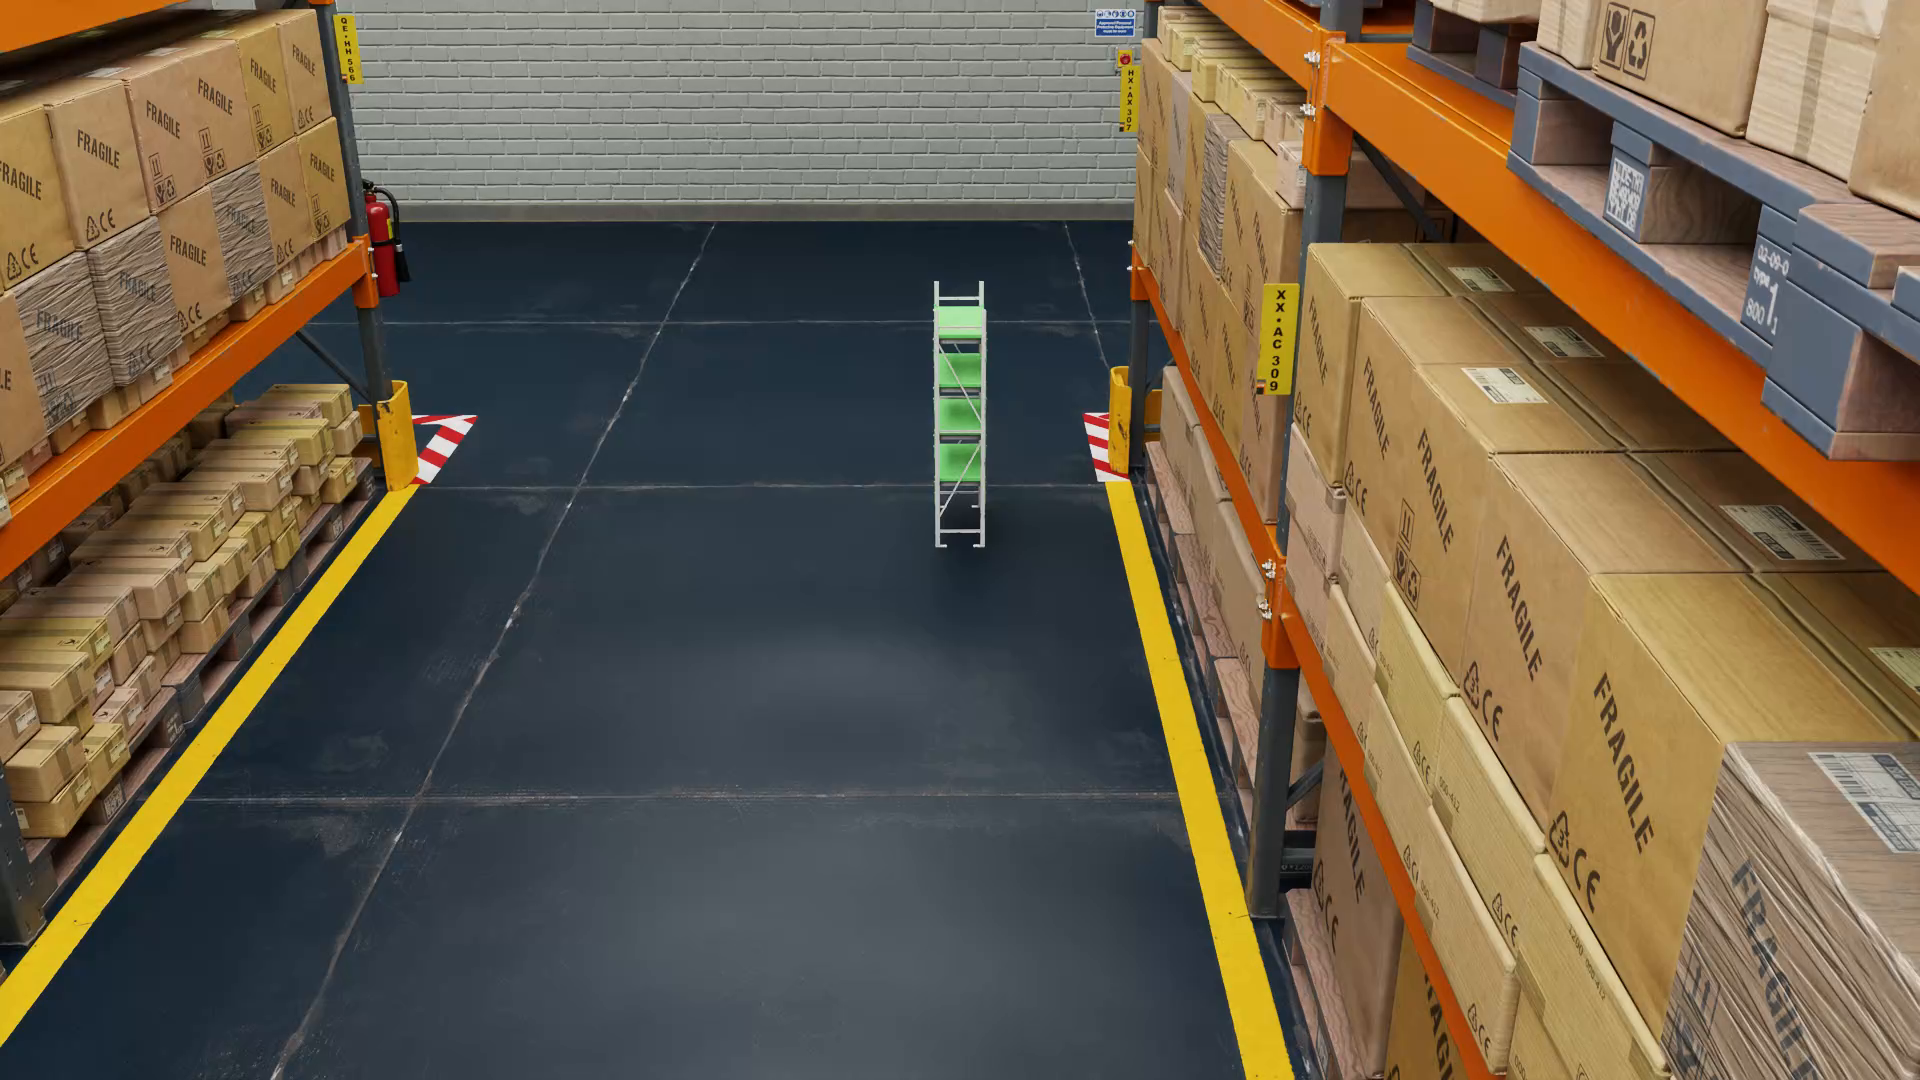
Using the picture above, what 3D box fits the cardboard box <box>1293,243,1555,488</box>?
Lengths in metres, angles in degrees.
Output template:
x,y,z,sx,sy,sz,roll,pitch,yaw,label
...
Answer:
x,y,z,sx,sy,sz,roll,pitch,yaw,label
1.173,-0.459,4.290,0.500,0.500,0.500,0,24,0,cardboard box

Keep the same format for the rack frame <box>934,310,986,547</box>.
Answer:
x,y,z,sx,sy,sz,roll,pitch,yaw,label
0.001,-0.514,7.931,0.240,1.200,0.015,0,24,-1,rack frame

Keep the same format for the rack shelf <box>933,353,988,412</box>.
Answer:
x,y,z,sx,sy,sz,roll,pitch,yaw,label
-0.002,-0.775,8.081,0.258,0.148,0.480,0,24,-1,rack shelf

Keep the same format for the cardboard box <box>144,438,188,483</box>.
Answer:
x,y,z,sx,sy,sz,roll,pitch,yaw,label
-3.787,-0.351,7.615,0.380,0.149,0.250,-1,24,-3,cardboard box

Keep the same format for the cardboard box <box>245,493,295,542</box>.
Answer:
x,y,z,sx,sy,sz,roll,pitch,yaw,label
-3.219,-0.109,7.440,0.380,0.149,0.250,0,24,0,cardboard box

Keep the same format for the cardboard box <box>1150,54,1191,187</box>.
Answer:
x,y,z,sx,sy,sz,roll,pitch,yaw,label
1.145,-1.878,7.427,0.500,0.500,0.500,-1,24,-2,cardboard box

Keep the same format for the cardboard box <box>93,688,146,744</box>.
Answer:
x,y,z,sx,sy,sz,roll,pitch,yaw,label
-3.233,0.668,6.083,0.380,0.149,0.250,0,24,-1,cardboard box

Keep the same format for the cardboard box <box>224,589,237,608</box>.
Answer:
x,y,z,sx,sy,sz,roll,pitch,yaw,label
-3.310,0.237,7.035,0.380,0.149,0.250,0,24,1,cardboard box

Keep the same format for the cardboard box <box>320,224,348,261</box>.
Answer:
x,y,z,sx,sy,sz,roll,pitch,yaw,label
-3.250,-1.477,8.181,0.380,0.149,0.250,0,24,0,cardboard box

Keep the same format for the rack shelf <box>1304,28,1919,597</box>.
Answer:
x,y,z,sx,sy,sz,roll,pitch,yaw,label
1.478,-0.355,2.628,1.077,0.370,4.000,0,24,-1,rack shelf

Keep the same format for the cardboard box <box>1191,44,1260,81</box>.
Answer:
x,y,z,sx,sy,sz,roll,pitch,yaw,label
1.139,-1.903,6.696,0.380,0.149,0.250,0,24,0,cardboard box

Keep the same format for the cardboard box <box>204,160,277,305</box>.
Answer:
x,y,z,sx,sy,sz,roll,pitch,yaw,label
-3.259,-1.301,7.003,0.500,0.500,0.500,0,24,0,cardboard box

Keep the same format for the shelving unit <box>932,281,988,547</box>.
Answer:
x,y,z,sx,sy,sz,roll,pitch,yaw,label
-0.002,-0.615,8.154,0.258,1.200,0.503,0,24,-1,shelving unit

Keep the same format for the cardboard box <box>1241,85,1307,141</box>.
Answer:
x,y,z,sx,sy,sz,roll,pitch,yaw,label
1.187,-1.482,5.764,0.380,0.149,0.250,0,24,-1,cardboard box

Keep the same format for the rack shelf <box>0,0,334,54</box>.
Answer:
x,y,z,sx,sy,sz,roll,pitch,yaw,label
-3.515,-1.939,6.131,1.077,0.370,4.000,0,24,-1,rack shelf

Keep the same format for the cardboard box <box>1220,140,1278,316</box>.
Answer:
x,y,z,sx,sy,sz,roll,pitch,yaw,label
1.177,-1.044,5.583,0.500,0.500,0.500,-1,24,-1,cardboard box

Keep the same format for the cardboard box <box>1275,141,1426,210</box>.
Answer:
x,y,z,sx,sy,sz,roll,pitch,yaw,label
1.134,-1.062,4.837,0.380,0.149,0.250,-1,24,-2,cardboard box

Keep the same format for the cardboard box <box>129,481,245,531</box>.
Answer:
x,y,z,sx,sy,sz,roll,pitch,yaw,label
-3.312,-0.135,7.136,0.380,0.149,0.250,-1,24,-2,cardboard box

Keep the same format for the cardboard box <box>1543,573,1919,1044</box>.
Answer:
x,y,z,sx,sy,sz,roll,pitch,yaw,label
1.220,0.379,2.437,0.500,0.500,0.500,0,24,-1,cardboard box

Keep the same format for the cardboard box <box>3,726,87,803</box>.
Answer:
x,y,z,sx,sy,sz,roll,pitch,yaw,label
-3.177,0.745,5.552,0.380,0.149,0.250,1,24,2,cardboard box

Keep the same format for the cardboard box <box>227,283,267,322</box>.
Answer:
x,y,z,sx,sy,sz,roll,pitch,yaw,label
-3.268,-1.057,7.253,0.380,0.149,0.250,-1,24,-3,cardboard box

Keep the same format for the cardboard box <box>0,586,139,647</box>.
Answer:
x,y,z,sx,sy,sz,roll,pitch,yaw,label
-3.311,0.292,6.192,0.380,0.149,0.250,-1,24,-2,cardboard box

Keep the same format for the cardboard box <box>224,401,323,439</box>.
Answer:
x,y,z,sx,sy,sz,roll,pitch,yaw,label
-3.332,-0.567,8.092,0.380,0.149,0.250,0,24,0,cardboard box

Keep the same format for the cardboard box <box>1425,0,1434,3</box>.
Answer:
x,y,z,sx,sy,sz,roll,pitch,yaw,label
1.175,-1.379,3.389,0.500,0.500,0.500,-1,24,-2,cardboard box

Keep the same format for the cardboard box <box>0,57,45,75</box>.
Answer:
x,y,z,sx,sy,sz,roll,pitch,yaw,label
-3.793,-1.543,6.326,0.500,0.500,0.500,-1,24,-2,cardboard box

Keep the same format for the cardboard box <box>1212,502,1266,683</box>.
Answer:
x,y,z,sx,sy,sz,roll,pitch,yaw,label
1.546,0.208,6.750,0.875,0.438,0.875,-1,24,-2,cardboard box

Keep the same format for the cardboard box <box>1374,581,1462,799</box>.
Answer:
x,y,z,sx,sy,sz,roll,pitch,yaw,label
1.191,0.306,3.510,0.500,0.250,0.500,0,24,0,cardboard box

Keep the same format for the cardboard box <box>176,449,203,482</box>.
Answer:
x,y,z,sx,sy,sz,roll,pitch,yaw,label
-3.750,-0.322,7.911,0.380,0.149,0.250,0,24,0,cardboard box

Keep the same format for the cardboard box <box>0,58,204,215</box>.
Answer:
x,y,z,sx,sy,sz,roll,pitch,yaw,label
-3.254,-1.533,6.304,0.500,0.500,0.500,-1,24,-2,cardboard box

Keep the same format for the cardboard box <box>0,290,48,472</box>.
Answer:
x,y,z,sx,sy,sz,roll,pitch,yaw,label
-3.246,-0.463,5.151,0.500,0.500,0.500,-1,24,-2,cardboard box

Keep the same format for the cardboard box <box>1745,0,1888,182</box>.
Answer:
x,y,z,sx,sy,sz,roll,pitch,yaw,label
1.134,-0.555,1.850,0.396,0.266,0.258,-1,24,-2,cardboard box

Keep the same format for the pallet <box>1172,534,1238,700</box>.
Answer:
x,y,z,sx,sy,sz,roll,pitch,yaw,label
1.509,0.313,7.303,1.003,0.211,1.213,0,24,-1,pallet

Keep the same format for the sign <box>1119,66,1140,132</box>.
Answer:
x,y,z,sx,sy,sz,roll,pitch,yaw,label
0.857,-2.219,8.370,0.100,0.325,0.005,0,24,-1,sign

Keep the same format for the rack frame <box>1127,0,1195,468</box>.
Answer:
x,y,z,sx,sy,sz,roll,pitch,yaw,label
1.412,-1.789,8.564,1.000,3.000,0.127,0,24,-1,rack frame

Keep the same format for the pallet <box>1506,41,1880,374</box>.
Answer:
x,y,z,sx,sy,sz,roll,pitch,yaw,label
1.424,-0.499,2.301,1.003,0.211,1.213,1,24,2,pallet

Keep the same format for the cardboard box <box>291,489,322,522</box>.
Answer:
x,y,z,sx,sy,sz,roll,pitch,yaw,label
-3.301,-0.186,7.972,0.380,0.149,0.250,0,24,-1,cardboard box

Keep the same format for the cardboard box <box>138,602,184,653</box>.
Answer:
x,y,z,sx,sy,sz,roll,pitch,yaw,label
-3.288,0.316,6.500,0.380,0.149,0.250,1,24,2,cardboard box

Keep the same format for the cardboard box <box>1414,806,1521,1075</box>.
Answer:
x,y,z,sx,sy,sz,roll,pitch,yaw,label
1.190,0.741,3.153,0.500,0.250,0.500,-1,24,-1,cardboard box

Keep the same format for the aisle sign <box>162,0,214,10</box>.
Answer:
x,y,z,sx,sy,sz,roll,pitch,yaw,label
-3.837,-2.938,7.951,0.394,0.787,0.004,0,24,-1,aisle sign

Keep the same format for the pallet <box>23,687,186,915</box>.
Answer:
x,y,z,sx,sy,sz,roll,pitch,yaw,label
-3.536,0.918,5.965,1.003,0.211,1.213,0,24,-1,pallet

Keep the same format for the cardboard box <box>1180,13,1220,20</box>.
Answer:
x,y,z,sx,sy,sz,roll,pitch,yaw,label
1.213,-2.330,7.640,0.380,0.149,0.250,0,24,1,cardboard box

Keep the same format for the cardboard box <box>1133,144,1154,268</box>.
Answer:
x,y,z,sx,sy,sz,roll,pitch,yaw,label
1.130,-1.635,8.104,0.500,0.500,0.500,0,24,-1,cardboard box

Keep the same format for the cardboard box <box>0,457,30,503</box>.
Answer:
x,y,z,sx,sy,sz,roll,pitch,yaw,label
-3.246,-0.186,5.327,0.380,0.149,0.250,0,24,1,cardboard box

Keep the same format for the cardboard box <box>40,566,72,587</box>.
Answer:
x,y,z,sx,sy,sz,roll,pitch,yaw,label
-3.760,0.226,6.698,0.380,0.149,0.250,-1,24,-3,cardboard box

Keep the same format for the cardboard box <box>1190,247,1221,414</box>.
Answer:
x,y,z,sx,sy,sz,roll,pitch,yaw,label
1.164,-0.795,6.246,0.500,0.500,0.500,-1,24,-1,cardboard box

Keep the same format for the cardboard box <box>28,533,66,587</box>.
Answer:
x,y,z,sx,sy,sz,roll,pitch,yaw,label
-3.845,0.078,6.666,0.380,0.149,0.250,-1,24,-2,cardboard box

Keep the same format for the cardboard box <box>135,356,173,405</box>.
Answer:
x,y,z,sx,sy,sz,roll,pitch,yaw,label
-3.232,-0.623,6.291,0.380,0.149,0.250,1,24,2,cardboard box
